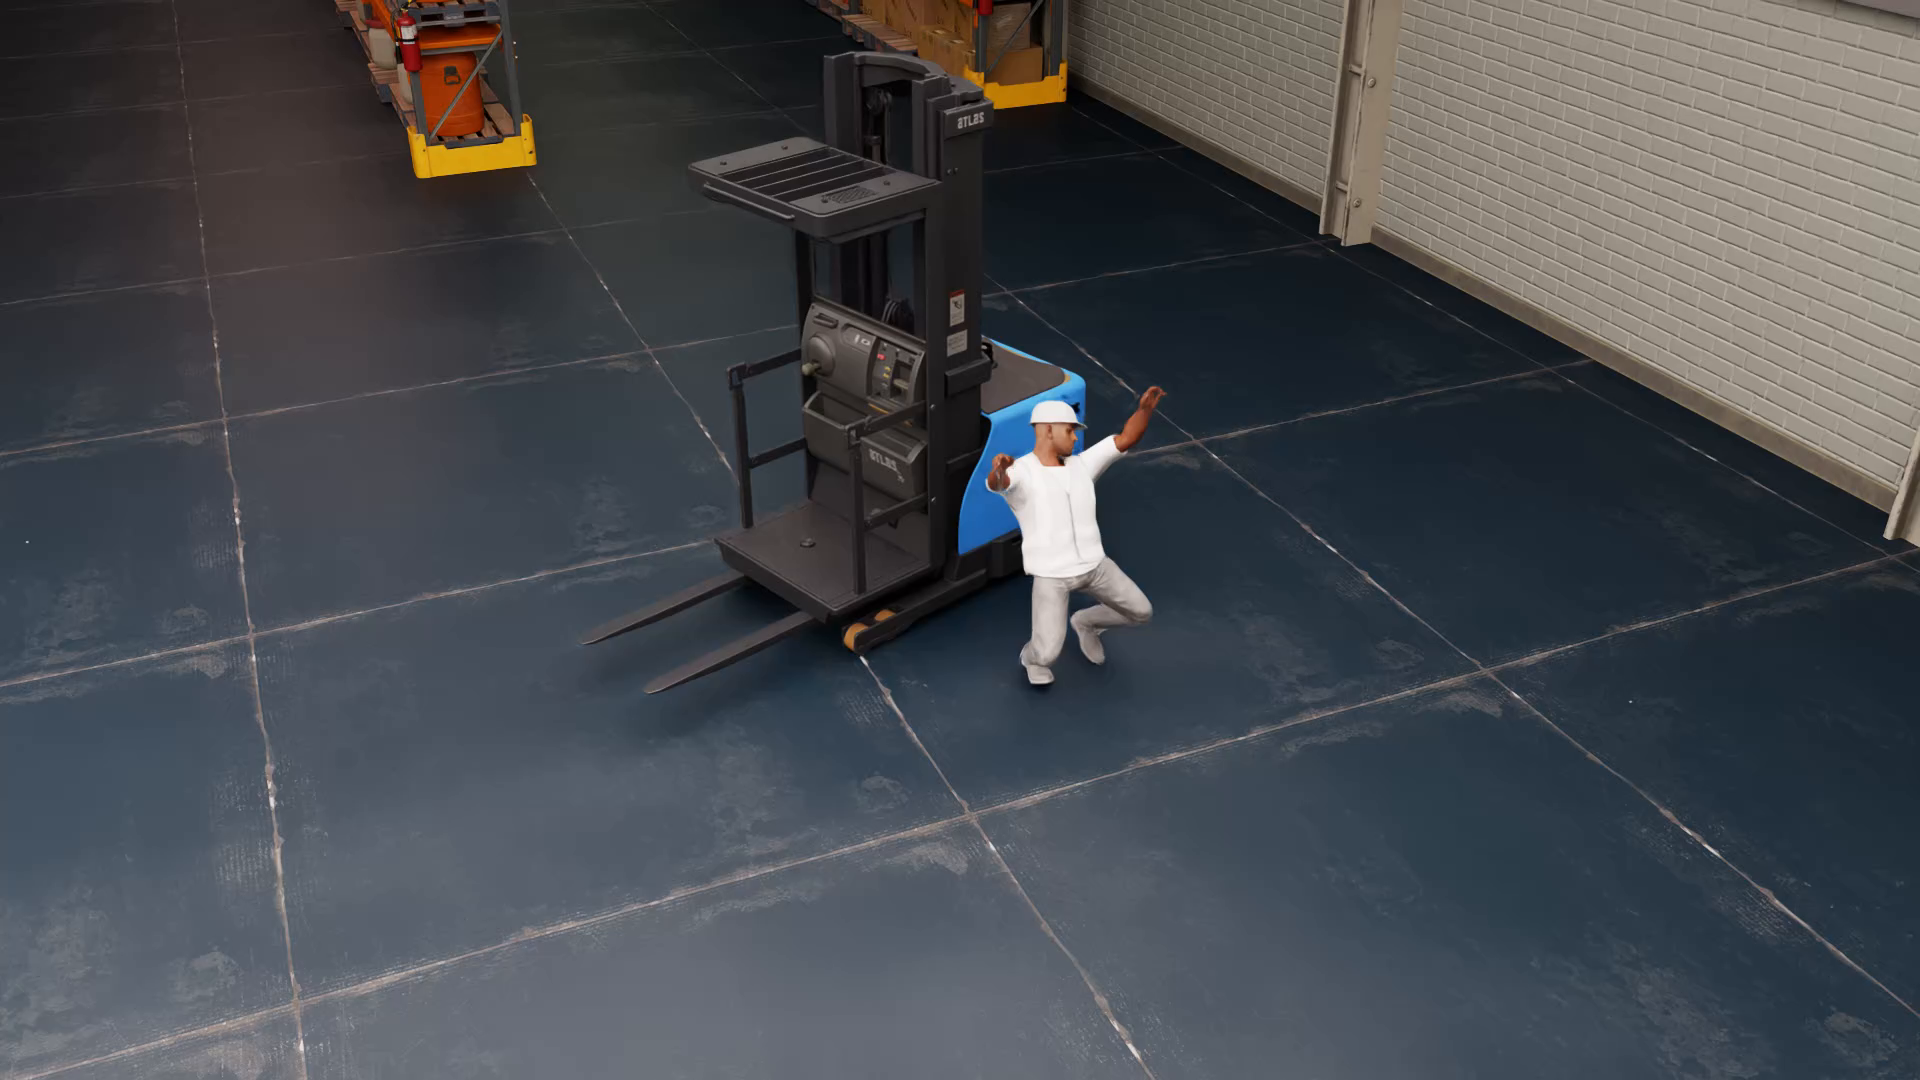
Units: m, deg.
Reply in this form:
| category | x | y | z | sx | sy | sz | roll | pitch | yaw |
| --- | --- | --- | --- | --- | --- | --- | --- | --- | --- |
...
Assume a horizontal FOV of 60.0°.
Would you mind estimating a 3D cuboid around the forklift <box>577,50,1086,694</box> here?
| category | x | y | z | sx | sy | sz | roll | pitch | yaw |
| --- | --- | --- | --- | --- | --- | --- | --- | --- | --- |
| forklift | -0.678 | -0.948 | 8.777 | 3.031 | 2.935 | 1.130 | -25 | 38 | -37 |

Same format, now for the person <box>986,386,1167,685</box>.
| category | x | y | z | sx | sy | sz | roll | pitch | yaw |
| --- | --- | --- | --- | --- | --- | --- | --- | --- | --- |
| person | 0.474 | 0.003 | 8.408 | 1.039 | 1.651 | 0.742 | -16 | 33 | -26 |
